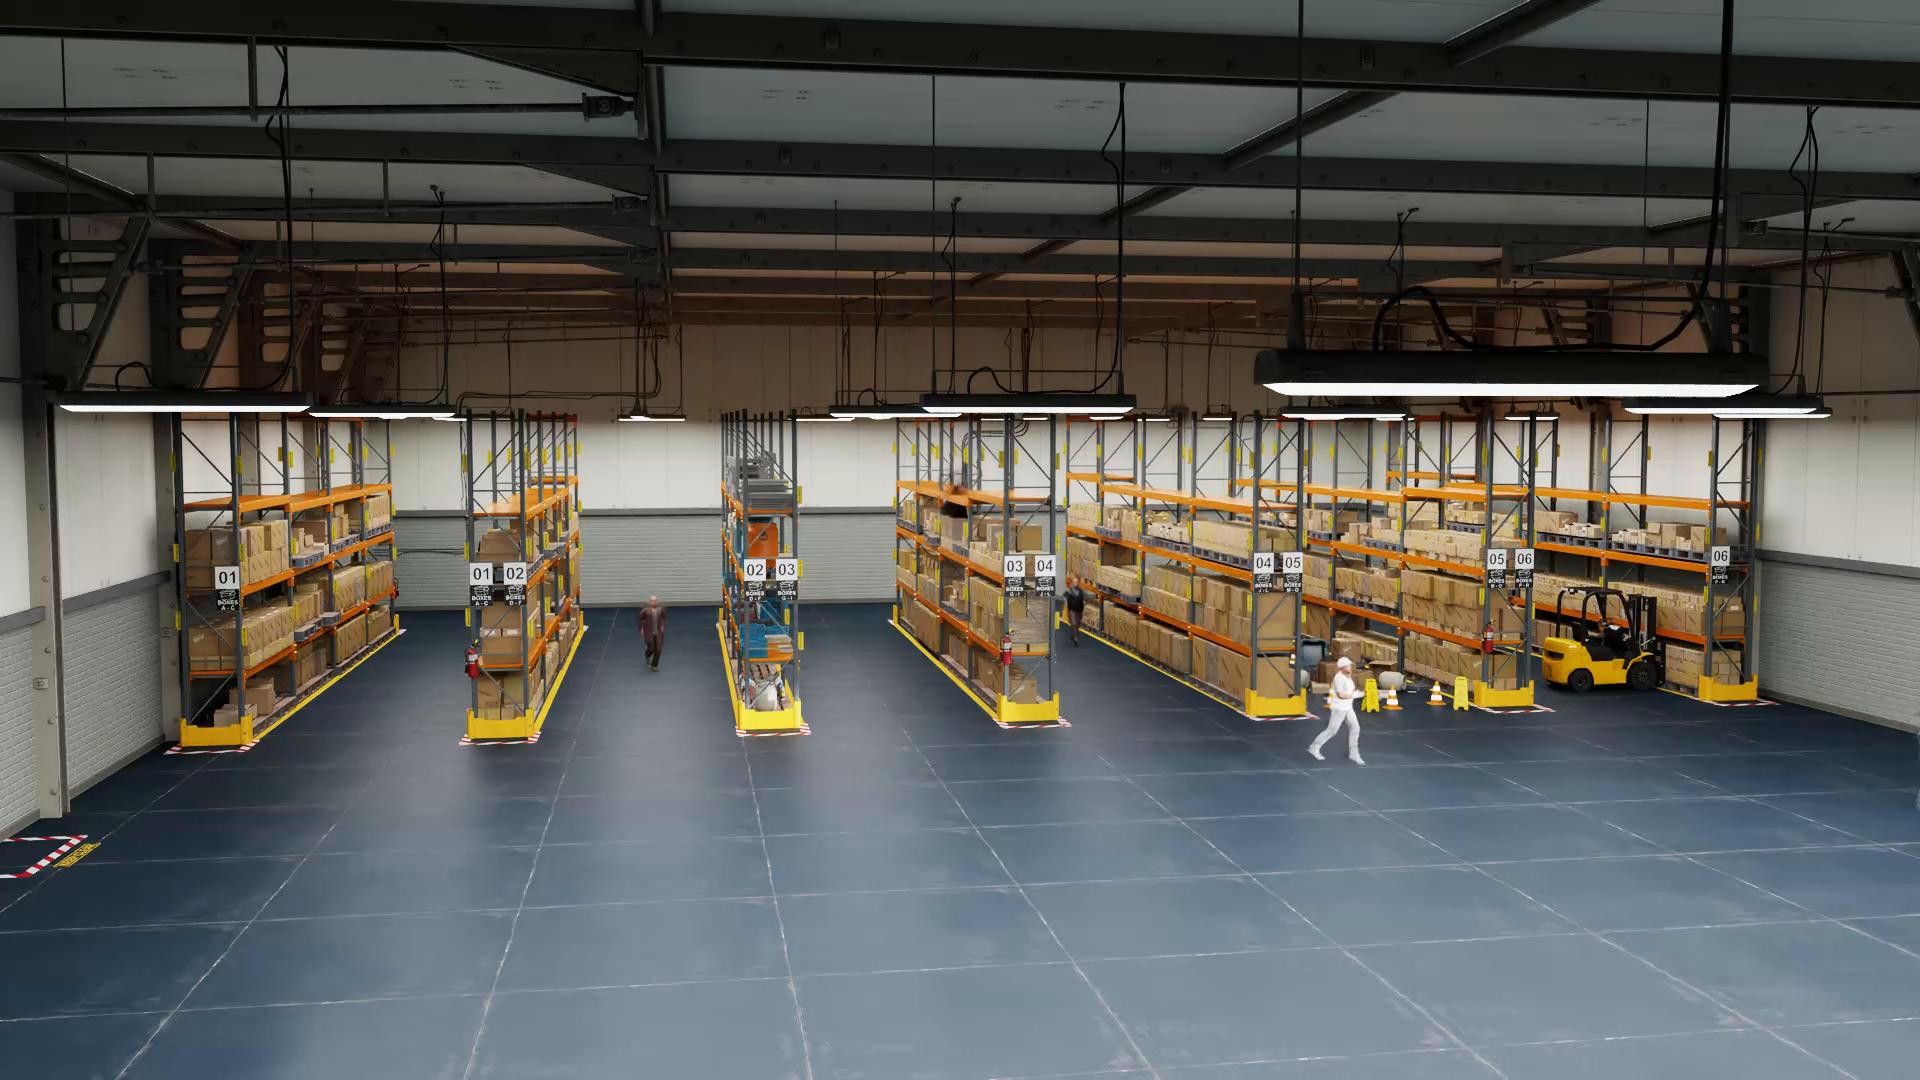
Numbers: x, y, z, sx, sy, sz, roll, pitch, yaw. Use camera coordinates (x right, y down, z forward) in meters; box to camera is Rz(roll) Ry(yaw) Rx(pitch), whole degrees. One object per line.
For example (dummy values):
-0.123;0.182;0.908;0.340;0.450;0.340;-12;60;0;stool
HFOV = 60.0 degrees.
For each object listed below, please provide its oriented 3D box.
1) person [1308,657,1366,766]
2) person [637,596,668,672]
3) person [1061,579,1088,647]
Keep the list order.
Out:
6.377;2.877;28.025;0.929;1.828;0.695;2;5;30;person
-7.105;2.174;38.562;0.710;1.733;0.637;-2;4;-22;person
2.985;1.858;43.011;0.661;1.732;0.957;-1;4;-13;person
